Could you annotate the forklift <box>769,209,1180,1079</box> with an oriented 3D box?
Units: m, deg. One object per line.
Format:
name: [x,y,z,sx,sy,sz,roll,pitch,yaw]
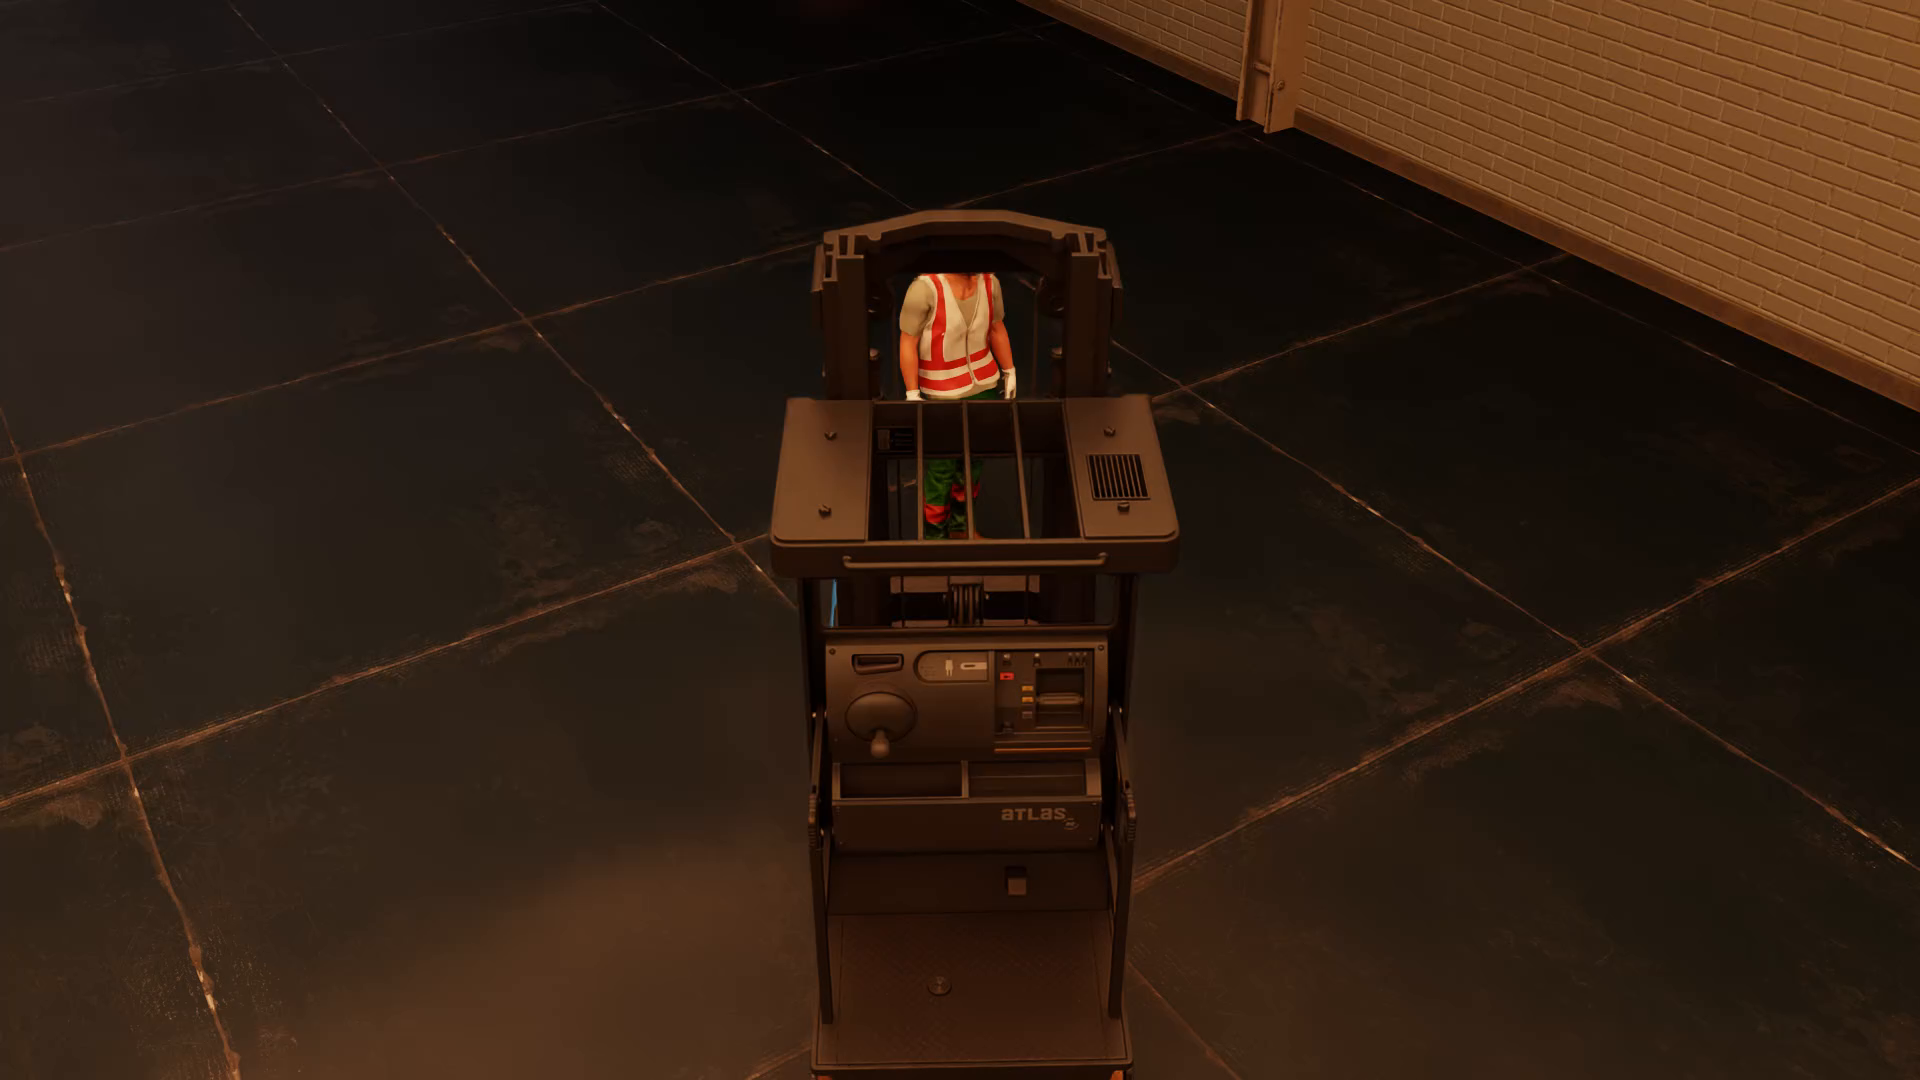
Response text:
forklift: [0.031,0.582,5.319,1.130,2.935,3.031,-1,35,-1]

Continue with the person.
person: [0.035,-0.693,8.120,0.638,1.784,0.562,-21,40,-27]
